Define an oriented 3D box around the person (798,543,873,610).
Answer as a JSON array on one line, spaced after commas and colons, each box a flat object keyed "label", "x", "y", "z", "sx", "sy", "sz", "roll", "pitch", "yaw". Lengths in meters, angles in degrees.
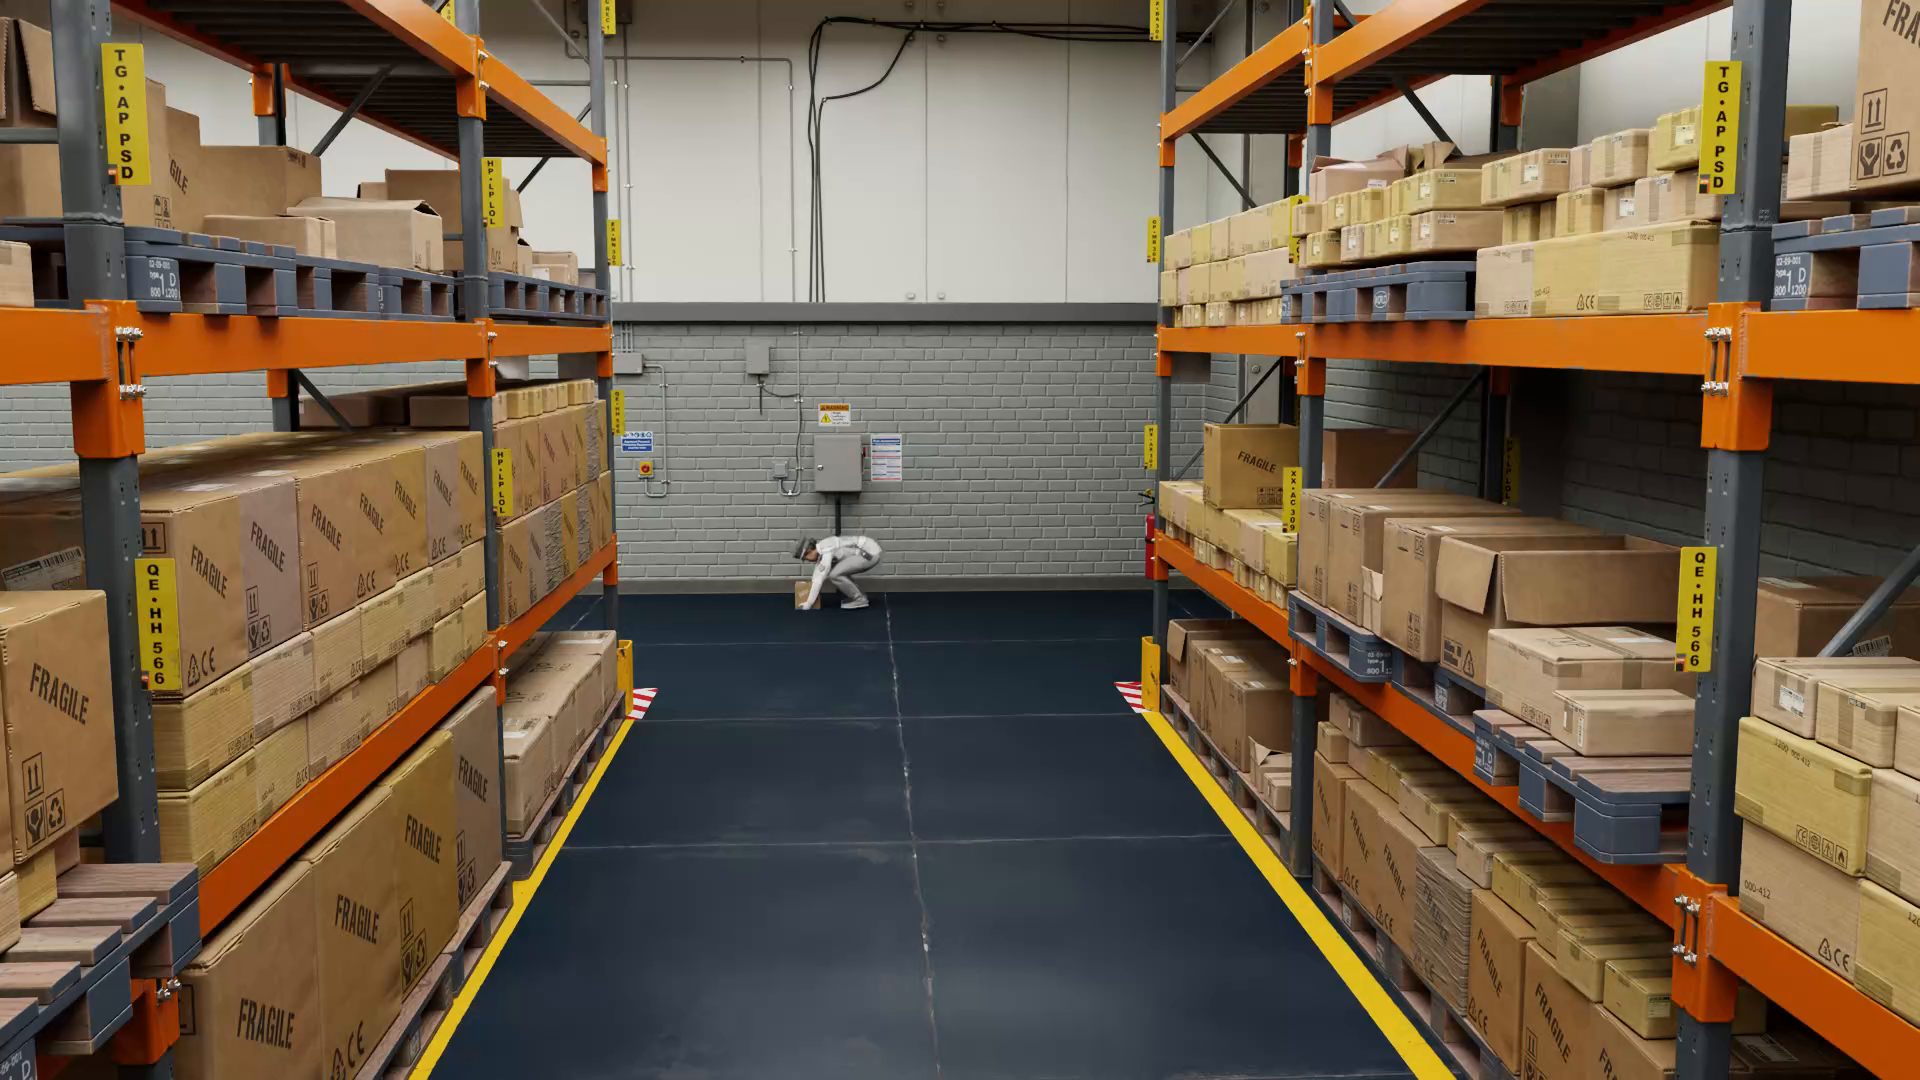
[{"label": "person", "x": -1.225, "y": 0.345, "z": 16.940, "sx": 0.850, "sy": 0.722, "sz": 0.411, "roll": -1, "pitch": 7, "yaw": -5}]
